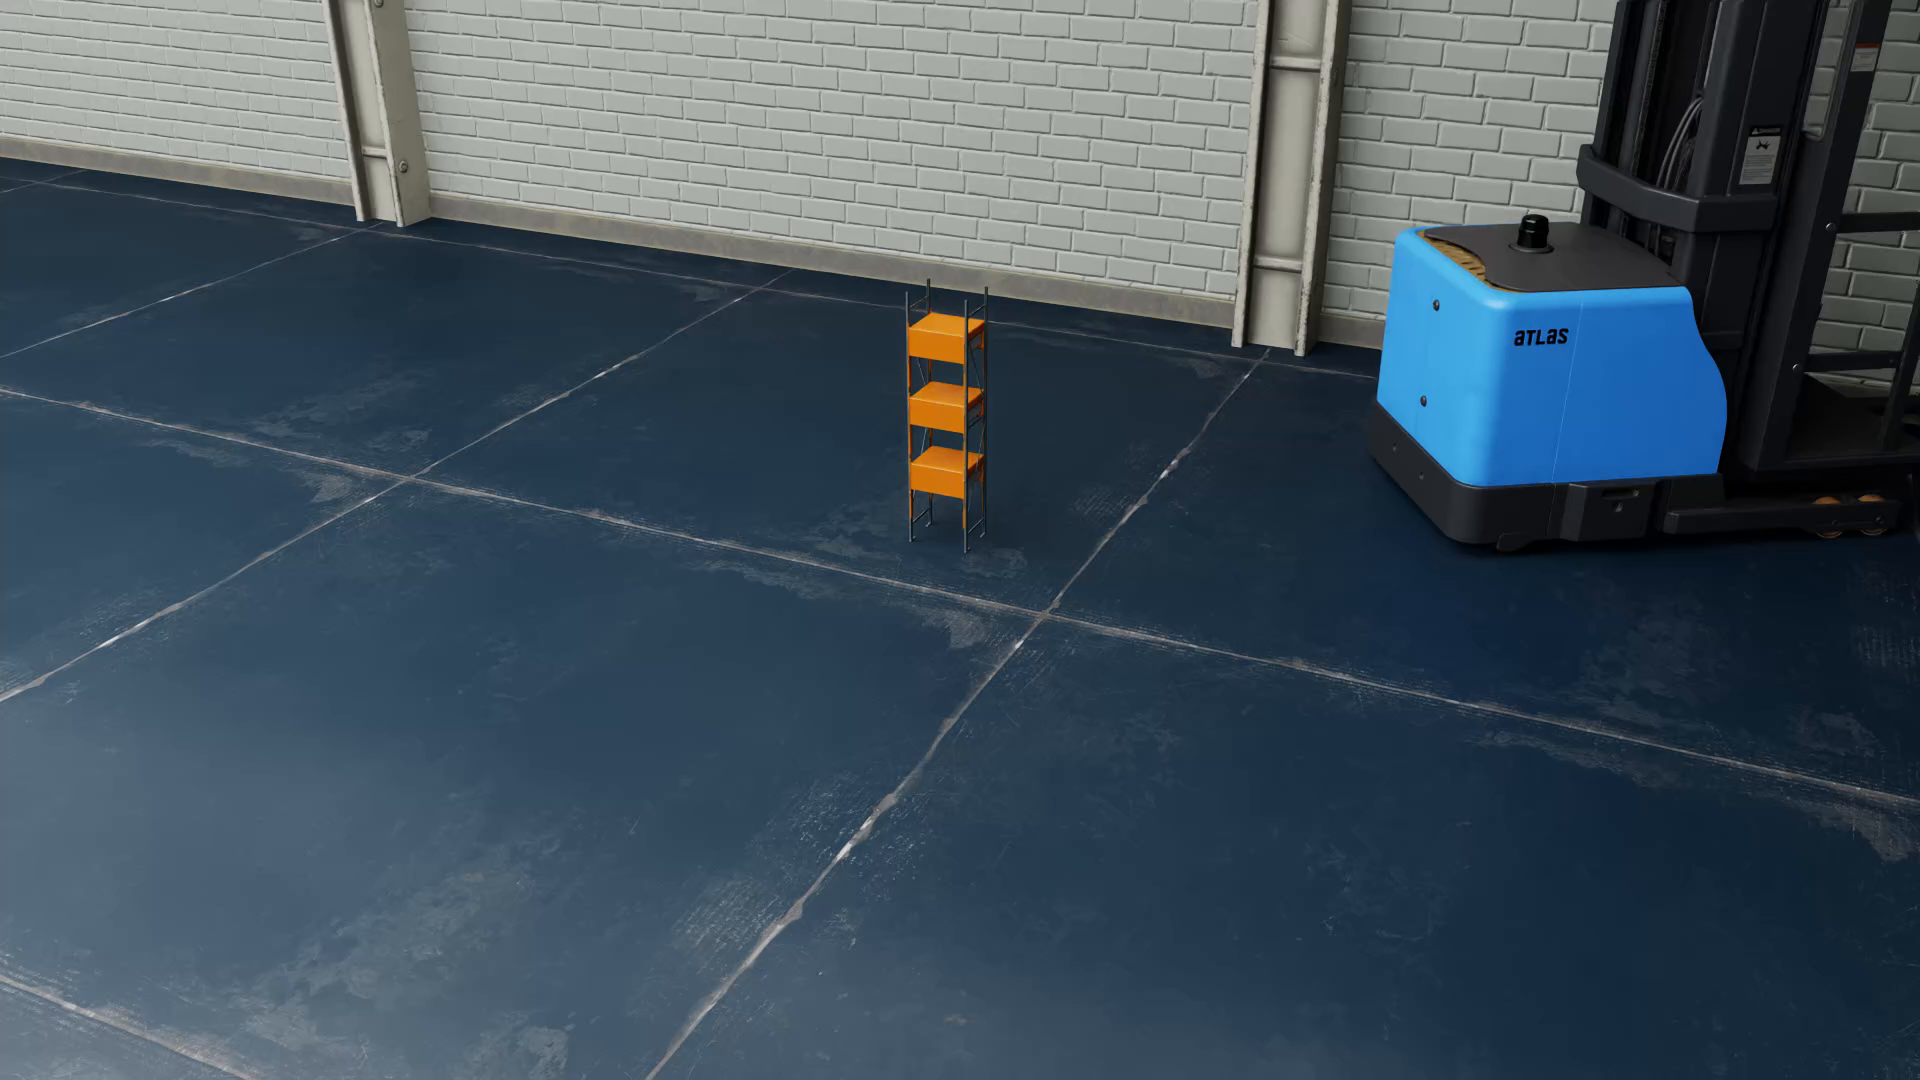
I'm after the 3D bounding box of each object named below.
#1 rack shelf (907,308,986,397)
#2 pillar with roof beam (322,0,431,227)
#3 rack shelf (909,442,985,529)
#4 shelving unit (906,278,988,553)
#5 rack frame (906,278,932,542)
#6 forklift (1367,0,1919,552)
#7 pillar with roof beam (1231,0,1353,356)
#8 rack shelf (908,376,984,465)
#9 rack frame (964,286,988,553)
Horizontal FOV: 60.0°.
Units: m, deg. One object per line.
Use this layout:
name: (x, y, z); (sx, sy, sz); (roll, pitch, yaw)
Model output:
rack shelf: (-0.049, -0.726, 6.417); (0.240, 0.259, 0.215); (11, 28, 22)
pillar with roof beam: (-5.557, -4.461, 5.622); (0.400, 9.000, 9.100); (11, 28, 22)
rack shelf: (-0.049, -0.222, 6.665); (0.240, 0.259, 0.215); (11, 28, 22)
shelving unit: (-0.049, -0.481, 6.538); (0.252, 1.050, 0.215); (11, 28, 22)
rack frame: (-0.160, -0.503, 6.583); (0.008, 1.050, 0.200); (11, 28, 22)
forklift: (3.372, -1.550, 6.579); (3.031, 2.935, 1.130); (-4, 26, -7)
pillar with roof beam: (-0.095, -3.364, 3.394); (0.400, 9.000, 9.100); (11, 28, 22)
rack shelf: (-0.049, -0.471, 6.543); (0.240, 0.259, 0.215); (11, 28, 22)
rack frame: (0.062, -0.458, 6.493); (0.008, 1.050, 0.200); (11, 28, 22)
